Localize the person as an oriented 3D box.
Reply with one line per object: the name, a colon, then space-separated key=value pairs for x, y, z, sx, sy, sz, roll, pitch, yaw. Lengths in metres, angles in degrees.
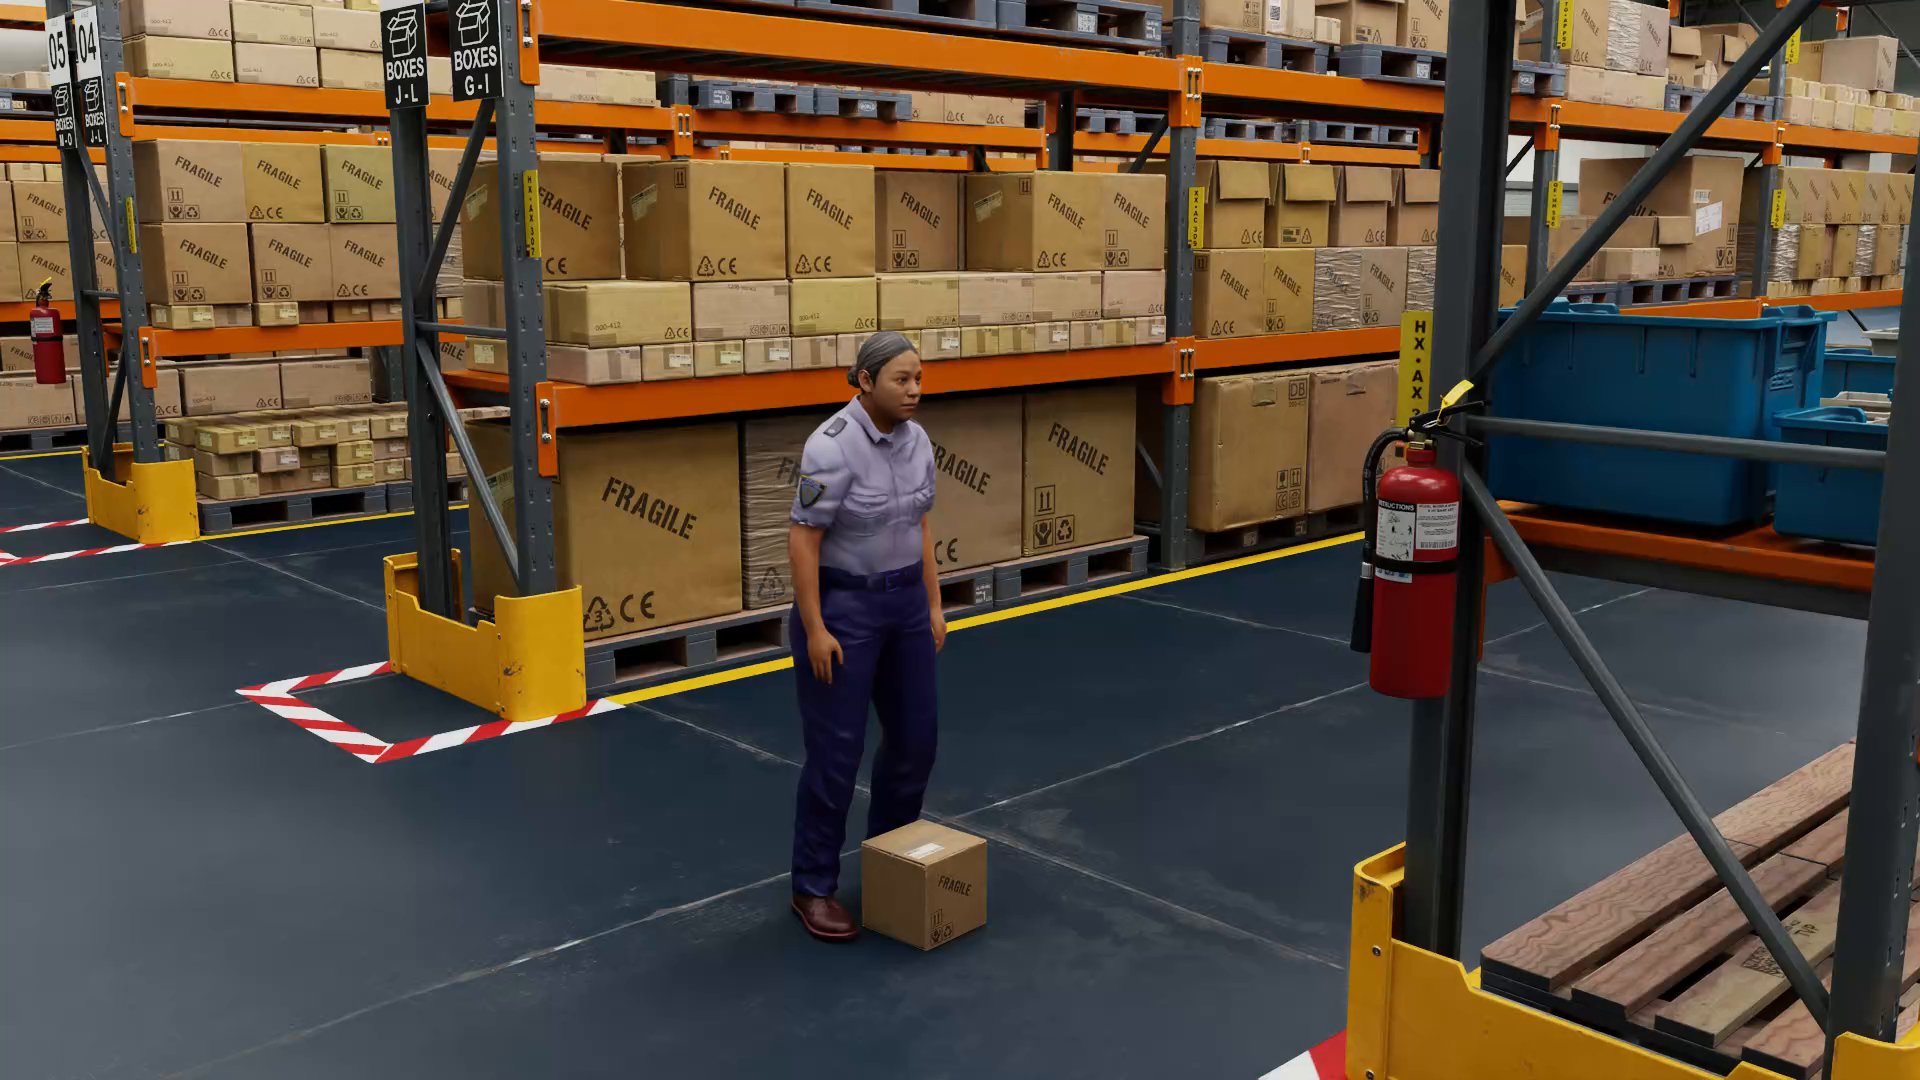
person: x=-0.264 y=0.240 z=4.678 sx=0.369 sy=1.649 sz=0.564 roll=10 pitch=15 yaw=42
